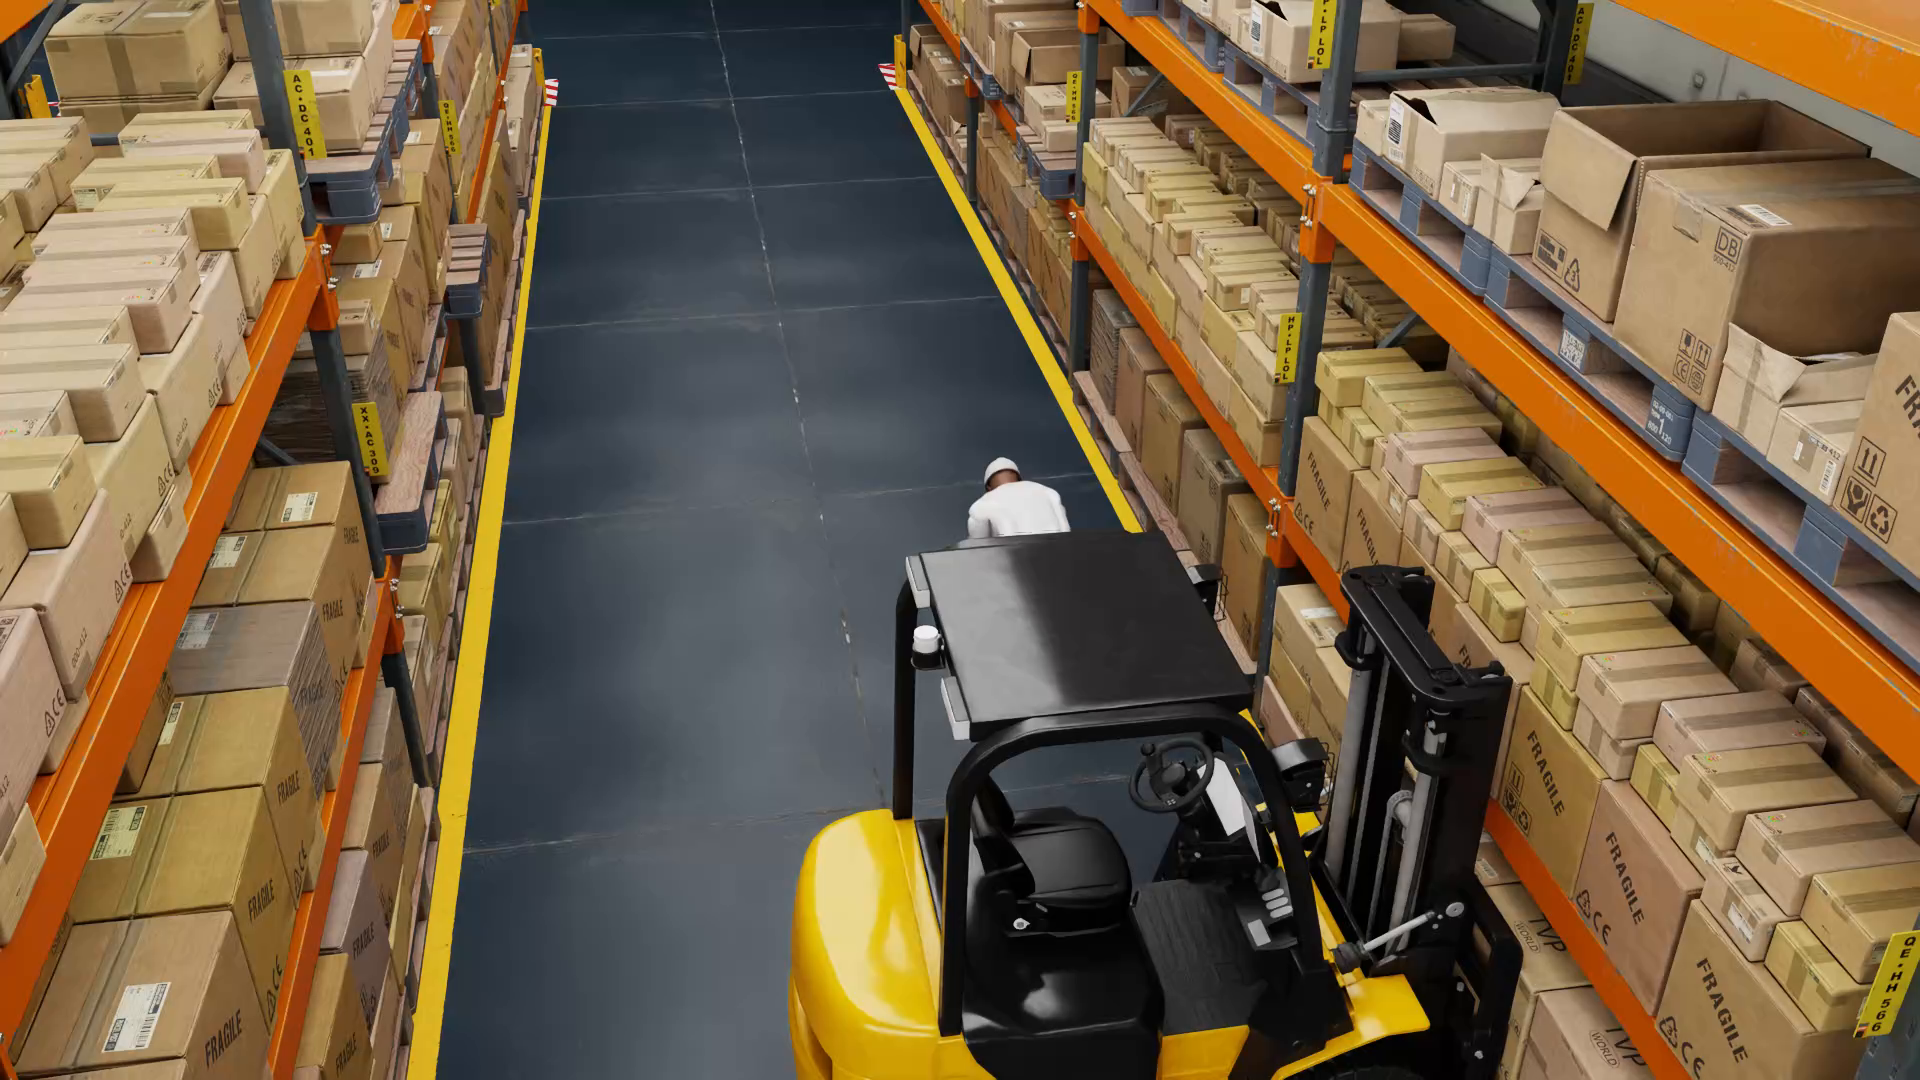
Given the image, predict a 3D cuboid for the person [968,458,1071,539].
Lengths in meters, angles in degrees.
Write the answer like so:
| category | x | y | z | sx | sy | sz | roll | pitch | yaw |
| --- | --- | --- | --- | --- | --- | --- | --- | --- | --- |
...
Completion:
| category | x | y | z | sx | sy | sz | roll | pitch | yaw |
| --- | --- | --- | --- | --- | --- | --- | --- | --- | --- |
| person | 0.327 | 0.097 | 8.936 | 0.531 | 0.810 | 0.959 | -6 | 31 | -10 |
